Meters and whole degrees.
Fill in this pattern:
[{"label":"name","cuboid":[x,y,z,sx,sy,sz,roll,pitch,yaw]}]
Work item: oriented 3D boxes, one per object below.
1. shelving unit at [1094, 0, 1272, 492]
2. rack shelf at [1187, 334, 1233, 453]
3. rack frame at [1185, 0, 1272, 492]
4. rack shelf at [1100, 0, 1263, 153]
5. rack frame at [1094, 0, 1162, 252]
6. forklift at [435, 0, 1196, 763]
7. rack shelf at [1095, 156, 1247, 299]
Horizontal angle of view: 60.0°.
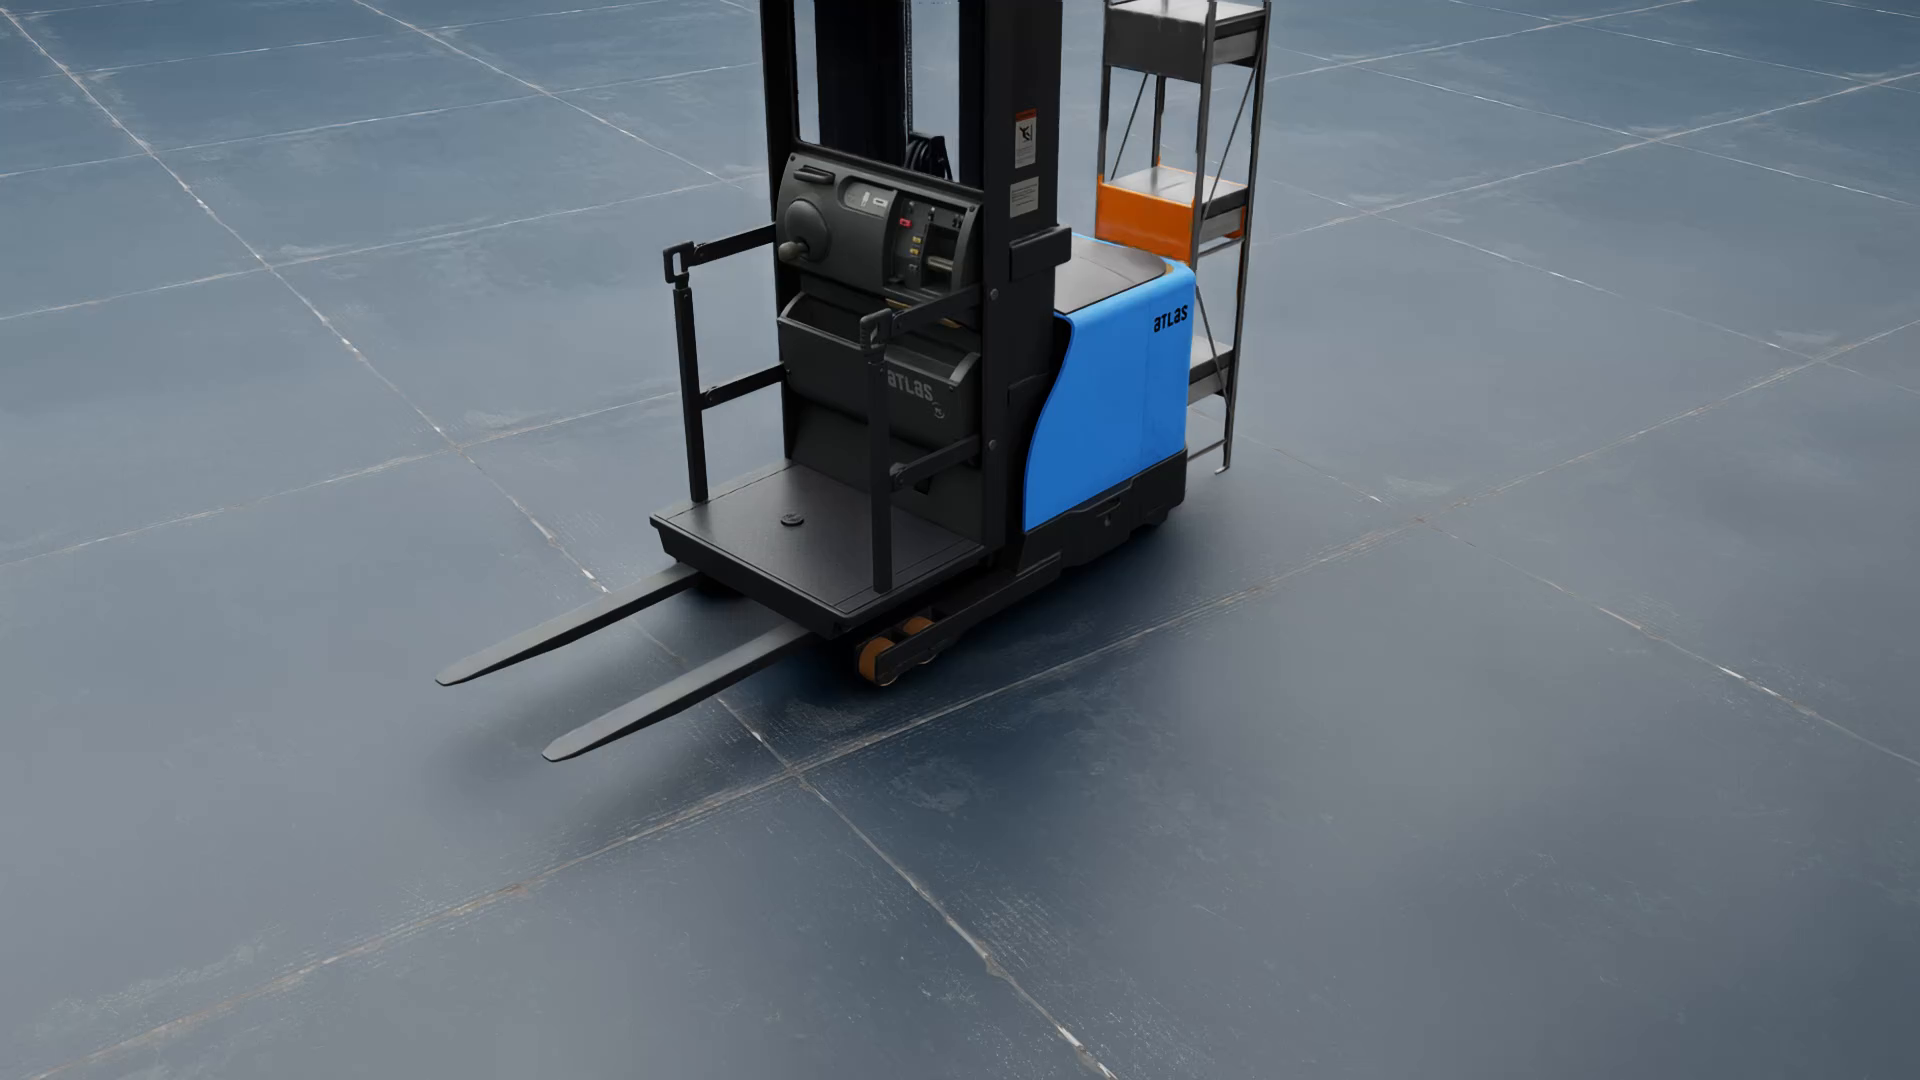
[{"label":"shelving unit","cuboid":[0.875,-1.258,6.862,0.503,2.100,0.431,24,36,37]},{"label":"rack shelf","cuboid":[0.872,-0.629,7.199,0.480,0.518,0.431,24,36,37]},{"label":"rack frame","cuboid":[1.053,-1.178,6.715,0.015,2.100,0.400,24,36,37]},{"label":"rack shelf","cuboid":[0.879,-1.863,6.538,0.480,0.518,0.431,24,36,37]},{"label":"rack frame","cuboid":[0.698,-1.337,7.009,0.015,2.100,0.400,24,36,37]},{"label":"forklift","cuboid":[-0.442,-1.054,5.620,1.130,2.935,3.031,24,37,37]},{"label":"rack shelf","cuboid":[0.875,-1.246,6.868,0.480,0.518,0.431,24,36,37]}]
